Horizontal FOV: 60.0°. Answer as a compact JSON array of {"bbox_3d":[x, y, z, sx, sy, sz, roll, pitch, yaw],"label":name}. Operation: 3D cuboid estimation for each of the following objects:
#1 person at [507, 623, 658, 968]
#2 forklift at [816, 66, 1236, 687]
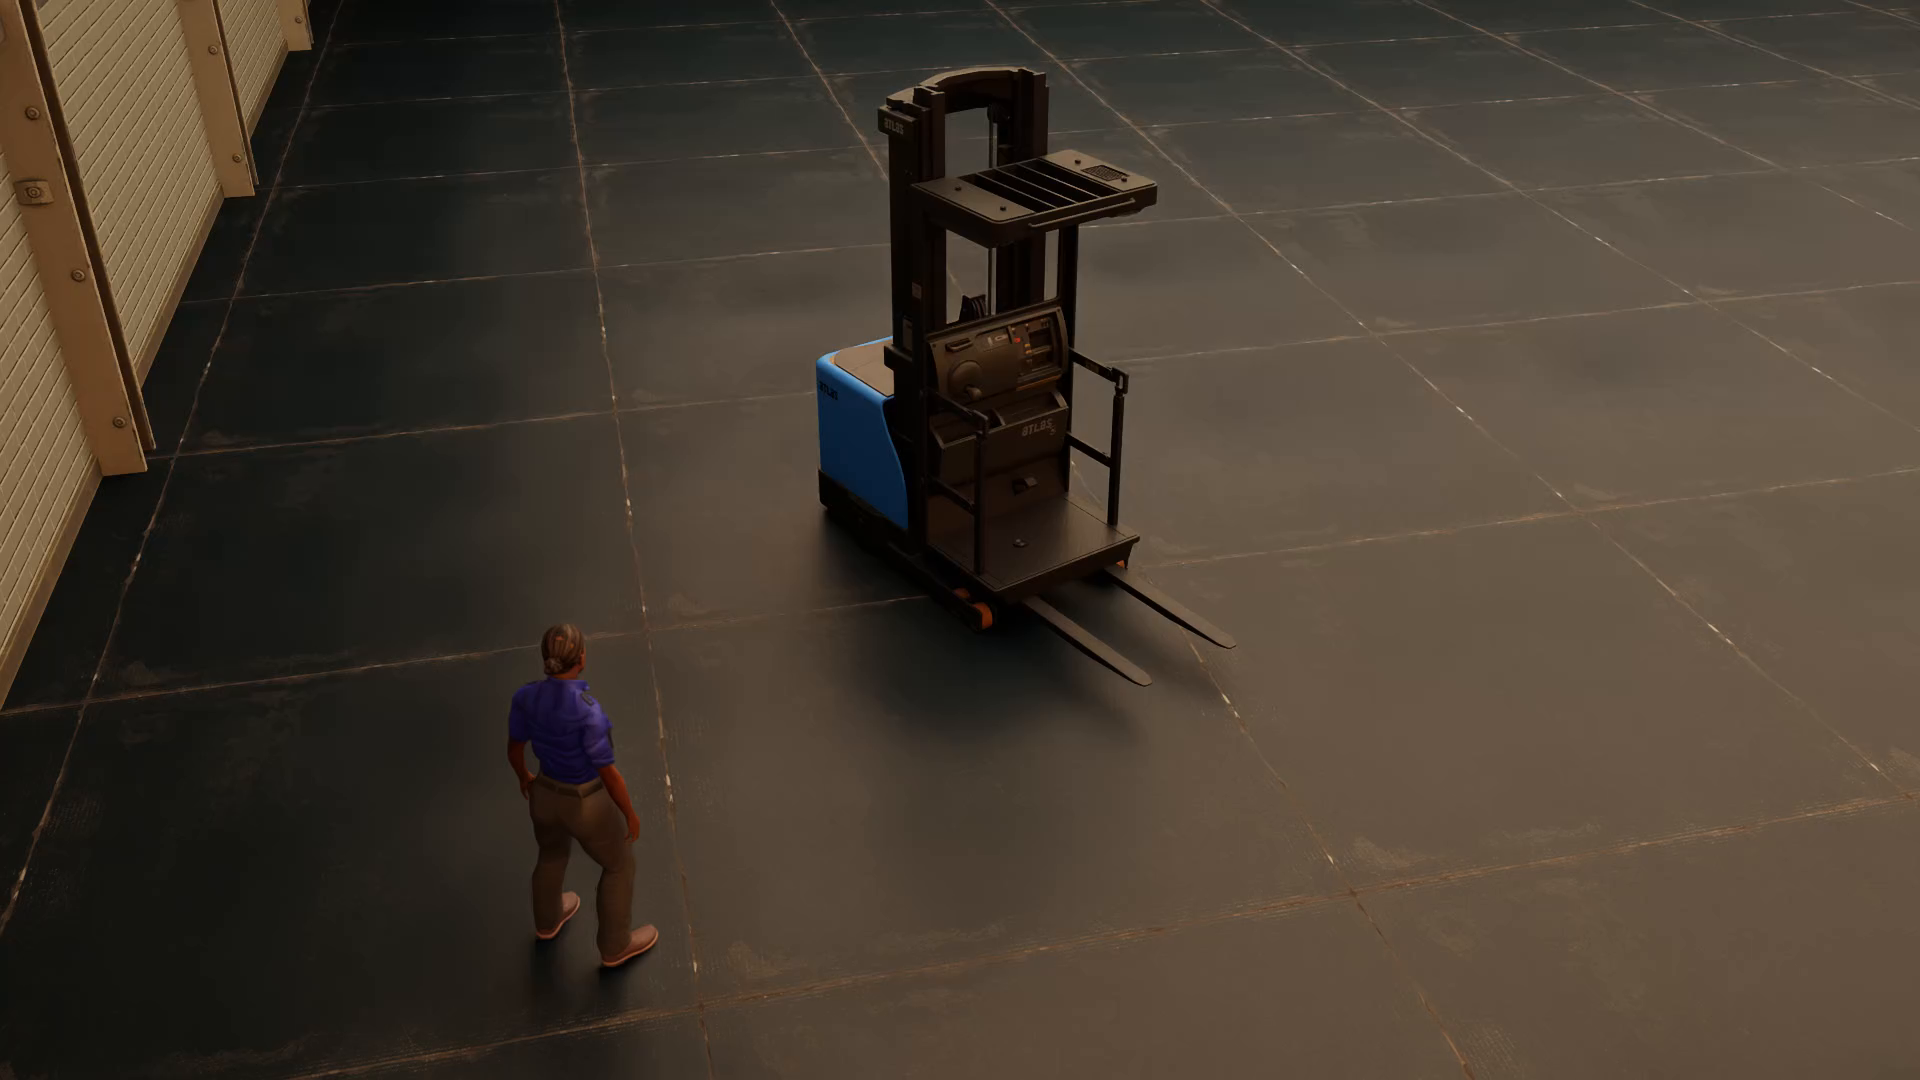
[{"bbox_3d":[-1.615,1.077,7.000,0.626,1.649,0.373,13,33,21],"label":"person"},{"bbox_3d":[0.355,-1.021,9.338,1.130,2.935,3.031,-20,35,-30],"label":"forklift"}]
